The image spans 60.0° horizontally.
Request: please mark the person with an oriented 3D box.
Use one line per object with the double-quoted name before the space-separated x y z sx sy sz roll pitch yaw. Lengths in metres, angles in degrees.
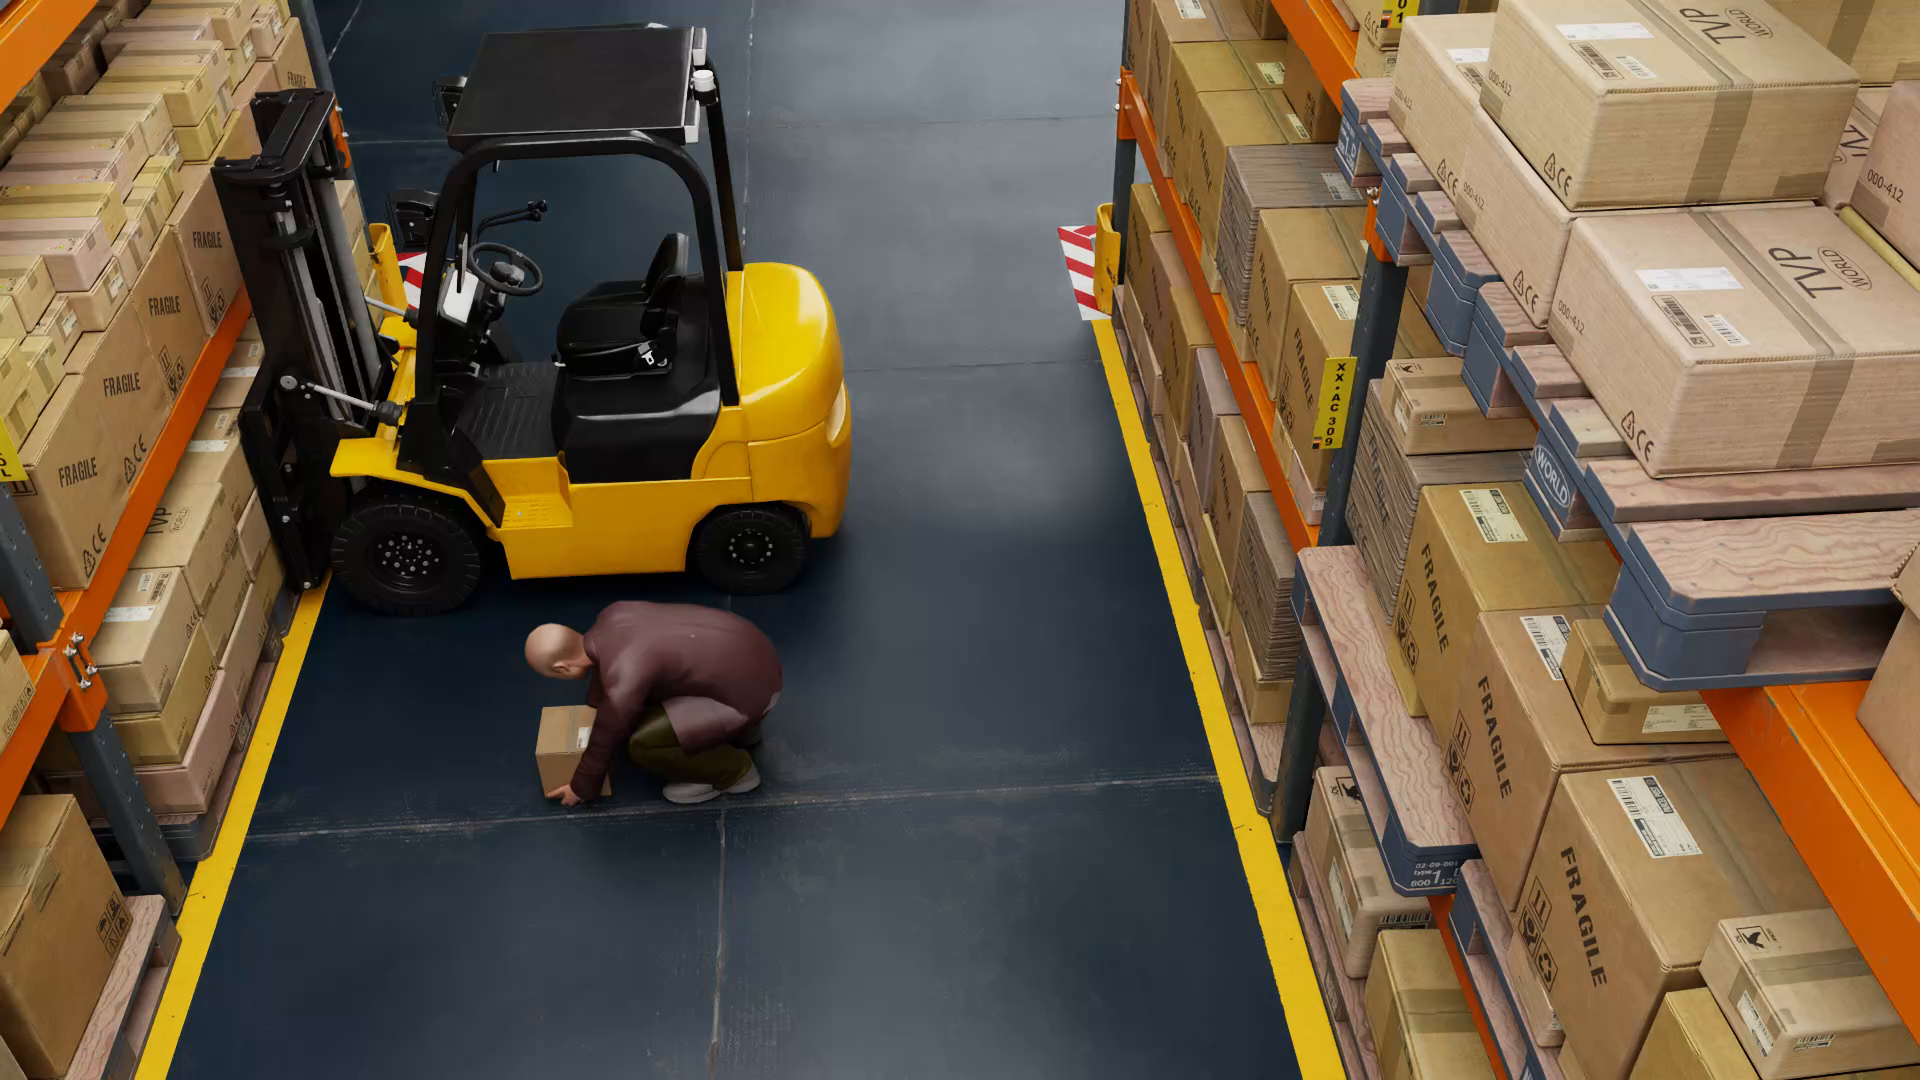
"person" -1.123 0.608 6.260 0.924 0.859 0.580 -4 39 -5
